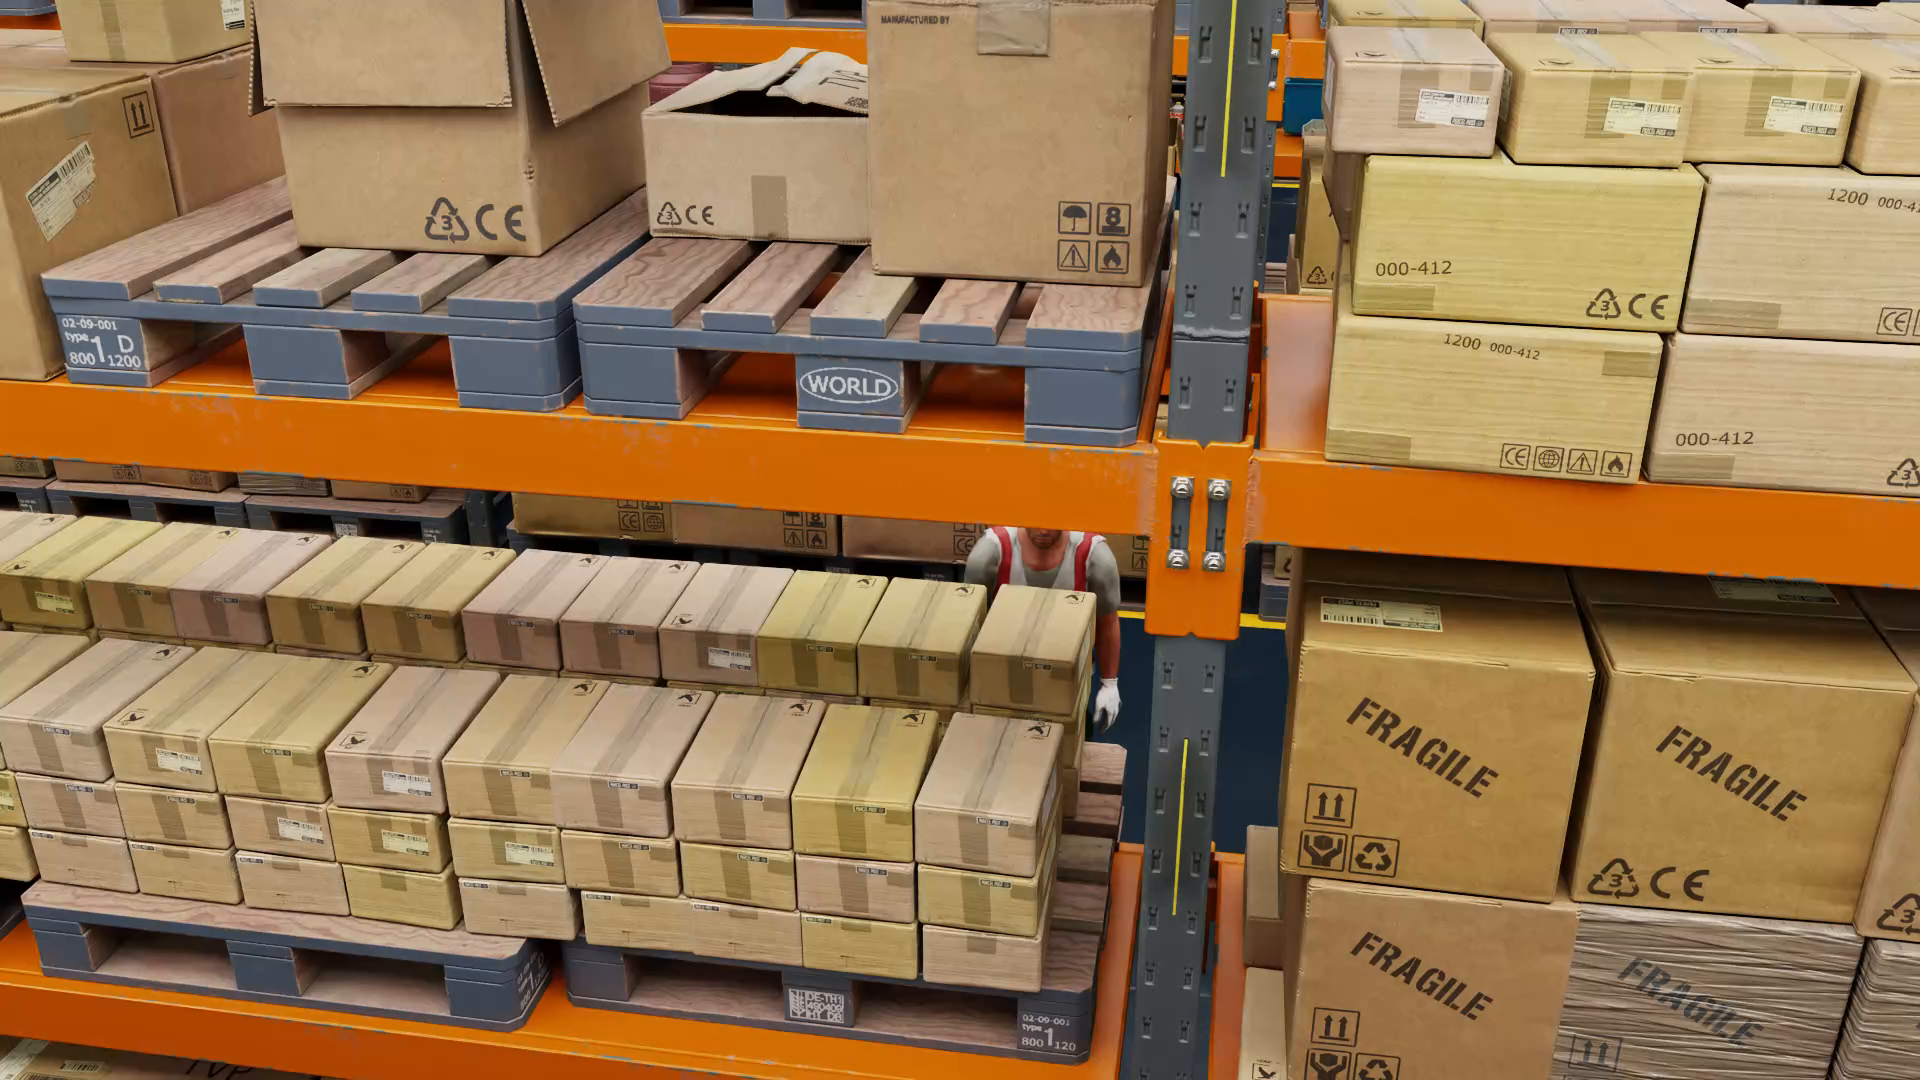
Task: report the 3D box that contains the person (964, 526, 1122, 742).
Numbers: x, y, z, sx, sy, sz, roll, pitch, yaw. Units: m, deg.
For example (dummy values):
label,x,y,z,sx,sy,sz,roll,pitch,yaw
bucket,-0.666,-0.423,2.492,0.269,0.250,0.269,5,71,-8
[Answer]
label,x,y,z,sx,sy,sz,roll,pitch,yaw
person,0.272,0.526,5.946,0.615,1.778,0.453,2,25,5
